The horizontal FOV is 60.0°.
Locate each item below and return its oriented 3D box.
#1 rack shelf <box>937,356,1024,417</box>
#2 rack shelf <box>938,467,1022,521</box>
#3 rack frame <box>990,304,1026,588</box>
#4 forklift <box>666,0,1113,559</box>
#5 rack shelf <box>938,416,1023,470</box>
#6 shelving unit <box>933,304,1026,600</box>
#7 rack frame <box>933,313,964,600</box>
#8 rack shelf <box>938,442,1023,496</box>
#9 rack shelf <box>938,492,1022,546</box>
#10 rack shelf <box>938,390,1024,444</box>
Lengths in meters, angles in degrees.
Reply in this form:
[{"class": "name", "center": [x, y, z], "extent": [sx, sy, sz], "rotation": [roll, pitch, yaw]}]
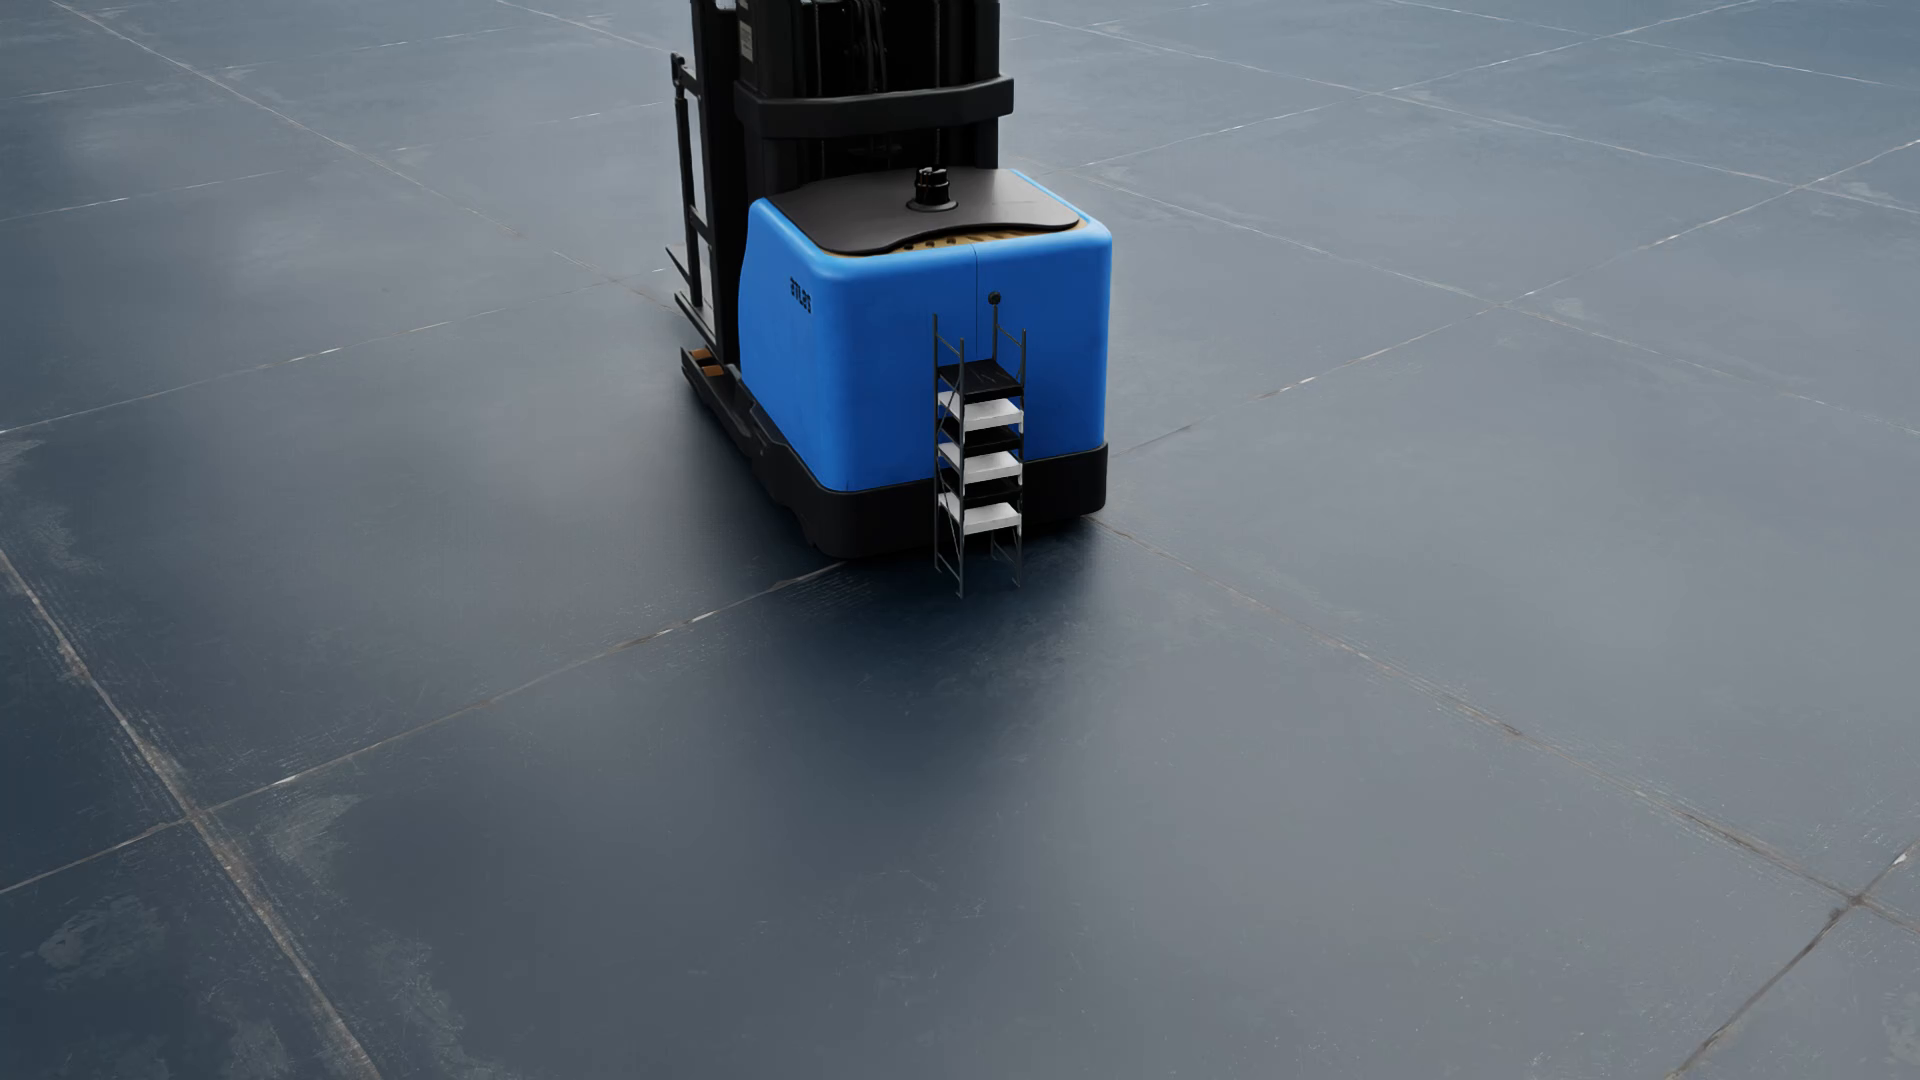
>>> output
[{"class": "rack shelf", "center": [0.058, -0.481, 5.192], "extent": [0.200, 0.077, 0.258], "rotation": [-11, 30, -19]}, {"class": "rack shelf", "center": [0.057, -0.164, 5.363], "extent": [0.200, 0.077, 0.258], "rotation": [-11, 30, -19]}, {"class": "rack frame", "center": [0.152, -0.291, 5.339], "extent": [0.006, 0.900, 0.240], "rotation": [-11, 30, -19]}, {"class": "forklift", "center": [-0.513, -1.905, 6.205], "extent": [1.130, 2.935, 3.031], "rotation": [-11, 30, -19]}, {"class": "rack shelf", "center": [0.058, -0.323, 5.278], "extent": [0.200, 0.077, 0.258], "rotation": [-11, 30, -19]}, {"class": "shelving unit", "center": [0.058, -0.273, 5.305], "extent": [0.210, 0.900, 0.258], "rotation": [-11, 30, -19]}, {"class": "rack frame", "center": [-0.037, -0.255, 5.271], "extent": [0.006, 0.900, 0.240], "rotation": [-11, 30, -19]}, {"class": "rack shelf", "center": [0.058, -0.243, 5.320], "extent": [0.200, 0.077, 0.258], "rotation": [-11, 30, -19]}, {"class": "rack shelf", "center": [0.057, -0.085, 5.406], "extent": [0.200, 0.077, 0.258], "rotation": [-11, 30, -19]}, {"class": "rack shelf", "center": [0.058, -0.402, 5.235], "extent": [0.200, 0.077, 0.258], "rotation": [-11, 30, -19]}]
